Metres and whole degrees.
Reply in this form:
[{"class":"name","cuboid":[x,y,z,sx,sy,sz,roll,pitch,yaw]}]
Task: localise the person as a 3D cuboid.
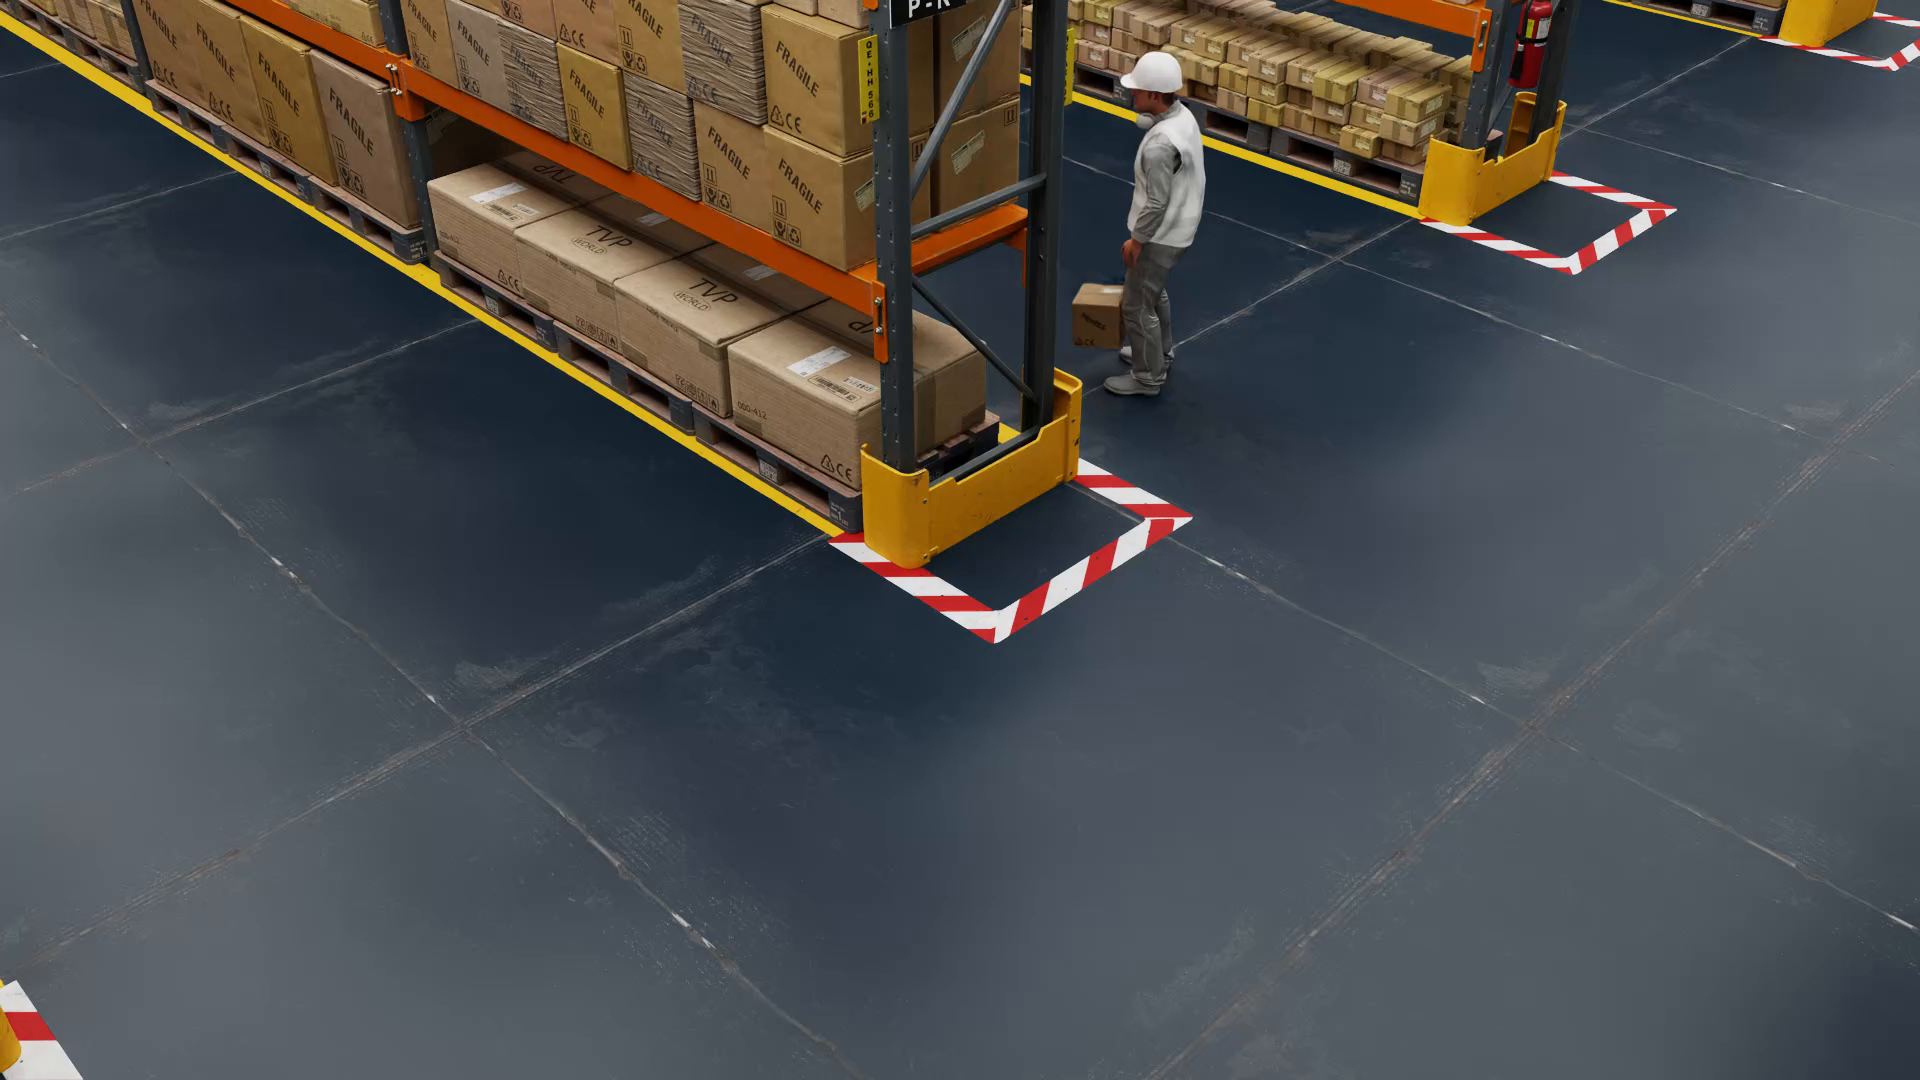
[{"class":"person","cuboid":[0.987,-1.569,8.343,0.442,1.773,0.565,10,36,14]}]
